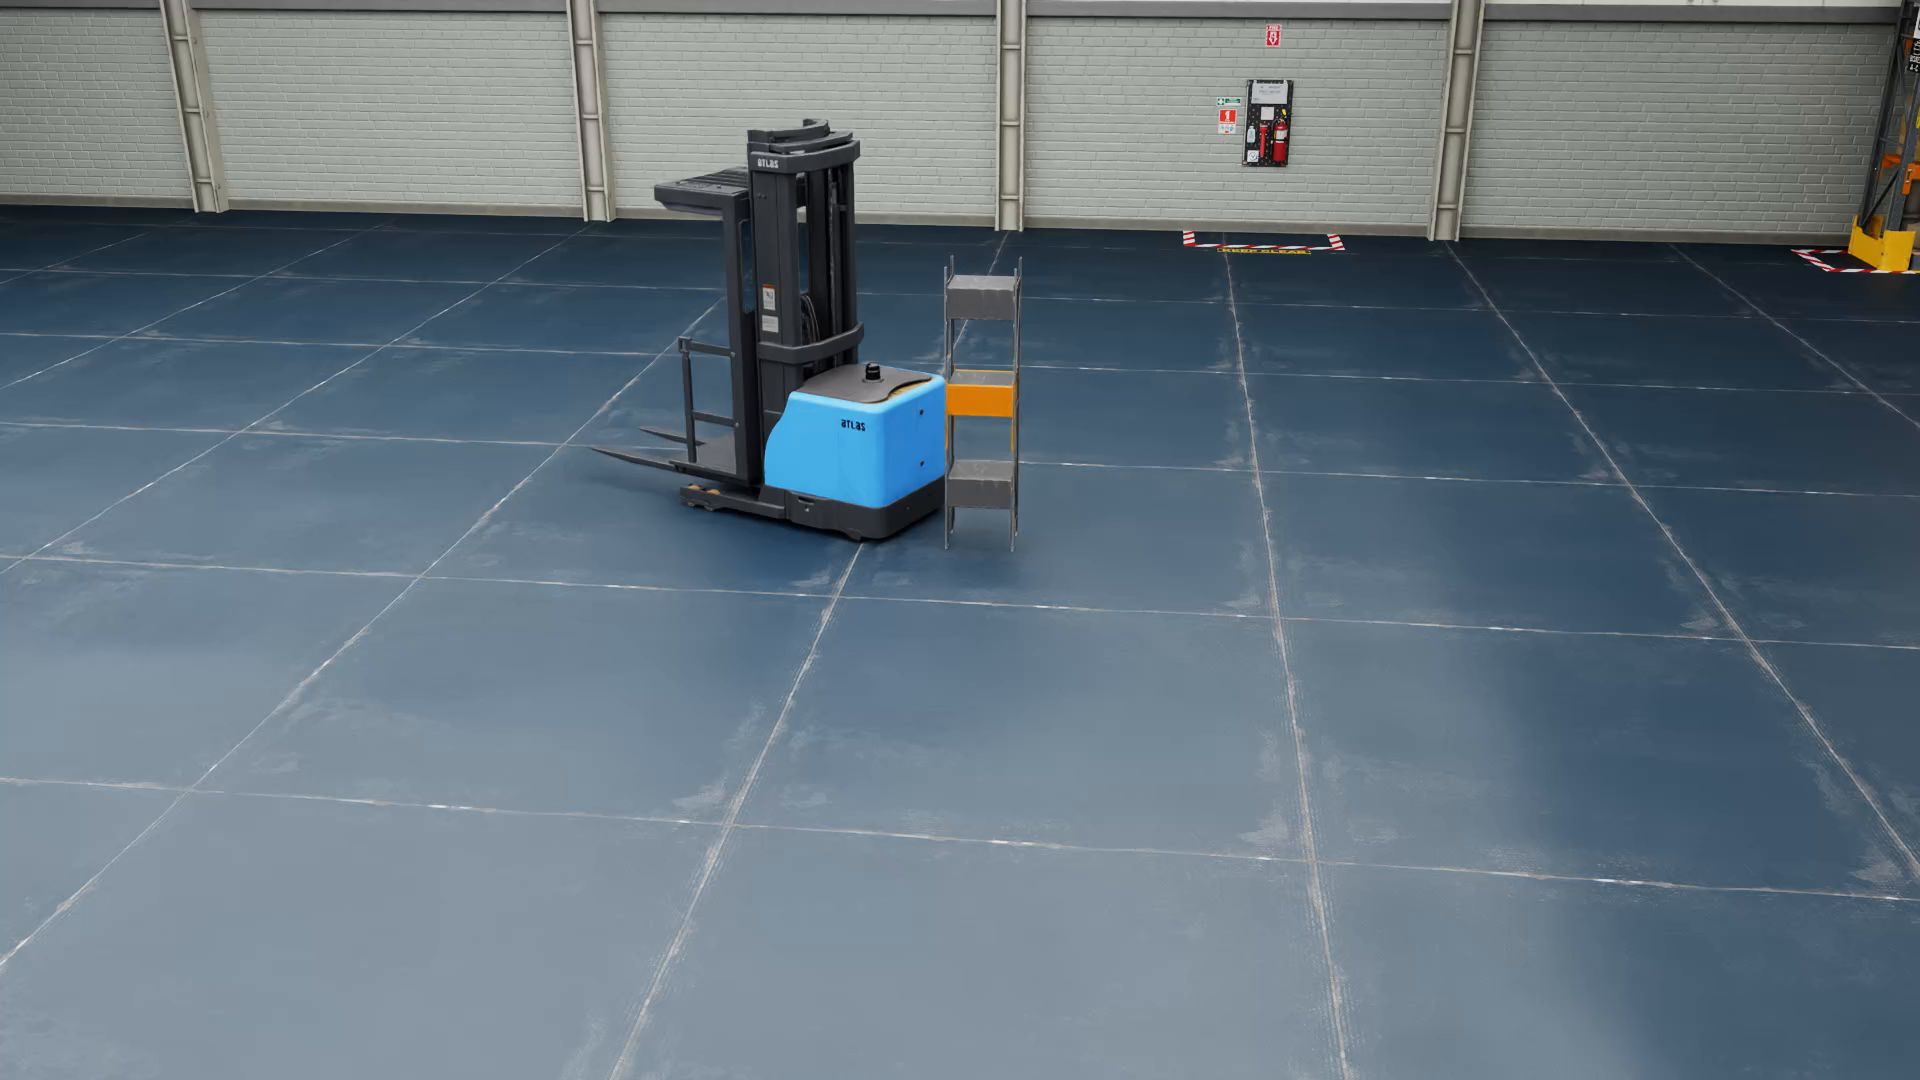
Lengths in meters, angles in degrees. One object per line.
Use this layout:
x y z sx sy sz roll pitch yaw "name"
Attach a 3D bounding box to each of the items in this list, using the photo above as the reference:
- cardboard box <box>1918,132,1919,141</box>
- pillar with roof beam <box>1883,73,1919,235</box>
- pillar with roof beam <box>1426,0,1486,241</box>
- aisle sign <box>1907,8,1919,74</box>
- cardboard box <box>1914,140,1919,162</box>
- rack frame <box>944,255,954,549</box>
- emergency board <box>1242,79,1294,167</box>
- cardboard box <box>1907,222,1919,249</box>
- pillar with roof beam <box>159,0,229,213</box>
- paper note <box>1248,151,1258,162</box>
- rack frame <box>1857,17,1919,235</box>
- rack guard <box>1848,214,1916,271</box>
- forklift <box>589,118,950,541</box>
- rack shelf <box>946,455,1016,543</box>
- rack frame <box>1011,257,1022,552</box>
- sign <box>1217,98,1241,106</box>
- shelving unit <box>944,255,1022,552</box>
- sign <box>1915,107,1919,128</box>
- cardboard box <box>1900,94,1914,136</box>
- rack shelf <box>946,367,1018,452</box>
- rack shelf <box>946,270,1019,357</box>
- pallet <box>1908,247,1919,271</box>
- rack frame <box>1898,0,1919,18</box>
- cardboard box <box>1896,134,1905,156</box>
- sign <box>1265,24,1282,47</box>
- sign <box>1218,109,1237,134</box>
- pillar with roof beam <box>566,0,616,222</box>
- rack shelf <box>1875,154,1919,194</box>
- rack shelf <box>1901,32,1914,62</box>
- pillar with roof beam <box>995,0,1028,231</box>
12.265 -5.171 20.597 0.500 0.500 0.500 3 22 6 "cardboard box"
12.117 -6.517 16.684 0.400 9.000 9.100 2 22 6 "pillar with roof beam"
6.159 -6.777 17.341 0.400 9.000 9.100 2 22 6 "pillar with roof beam"
11.720 -6.116 20.294 0.004 0.787 0.394 2 22 6 "aisle sign"
12.274 -4.816 20.718 0.500 0.250 0.500 2 22 5 "cardboard box"
-0.078 -0.980 12.062 0.015 2.100 0.400 2 22 6 "rack frame"
4.216 -5.679 22.725 0.643 1.169 0.194 2 22 6 "emergency board"
12.503 -3.905 21.295 0.500 0.311 0.500 0 22 0 "cardboard box"
-11.716 -7.555 19.311 0.400 9.000 9.100 2 22 6 "pillar with roof beam"
4.048 -5.302 22.970 0.142 0.148 0.016 2 22 6 "paper note"
11.827 -5.013 21.041 0.127 3.000 1.000 2 22 6 "rack frame"
11.902 -3.848 21.492 0.348 0.500 1.175 2 22 6 "rack guard"
-1.610 -1.744 12.864 3.031 2.935 1.130 12 25 29 "forklift"
0.164 -0.306 12.298 0.480 0.518 0.431 2 22 6 "rack shelf"
0.407 -0.959 12.009 0.015 2.100 0.400 2 22 6 "rack frame"
3.682 -6.000 22.768 0.331 0.109 0.001 2 22 6 "sign"
0.164 -0.969 12.036 0.503 2.100 0.431 2 22 6 "shelving unit"
11.763 -5.218 20.380 0.005 0.325 0.100 2 22 6 "sign"
12.320 -5.359 21.071 0.500 0.500 0.500 2 22 6 "cardboard box"
0.164 -0.957 12.041 0.480 0.518 0.431 2 22 6 "rack shelf"
0.164 -1.608 11.783 0.480 0.518 0.431 2 22 6 "rack shelf"
12.705 -3.665 21.423 1.213 0.211 1.003 2 22 6 "pallet"
11.827 -7.803 19.938 0.127 3.000 1.000 2 22 6 "rack frame"
12.314 -5.003 21.192 0.500 0.250 0.500 3 22 7 "cardboard box"
4.219 -6.794 22.392 0.199 0.298 0.001 2 22 6 "sign"
3.679 -5.757 22.874 0.234 0.329 0.001 2 22 6 "sign"
-5.758 -7.296 18.654 0.400 9.000 9.100 2 22 6 "pillar with roof beam"
13.813 -4.592 20.954 4.000 0.370 1.077 2 22 6 "rack shelf"
13.813 -5.987 20.403 4.000 0.370 1.077 2 22 6 "rack shelf"
0.200 -7.036 17.998 0.400 9.000 9.100 2 22 6 "pillar with roof beam"
